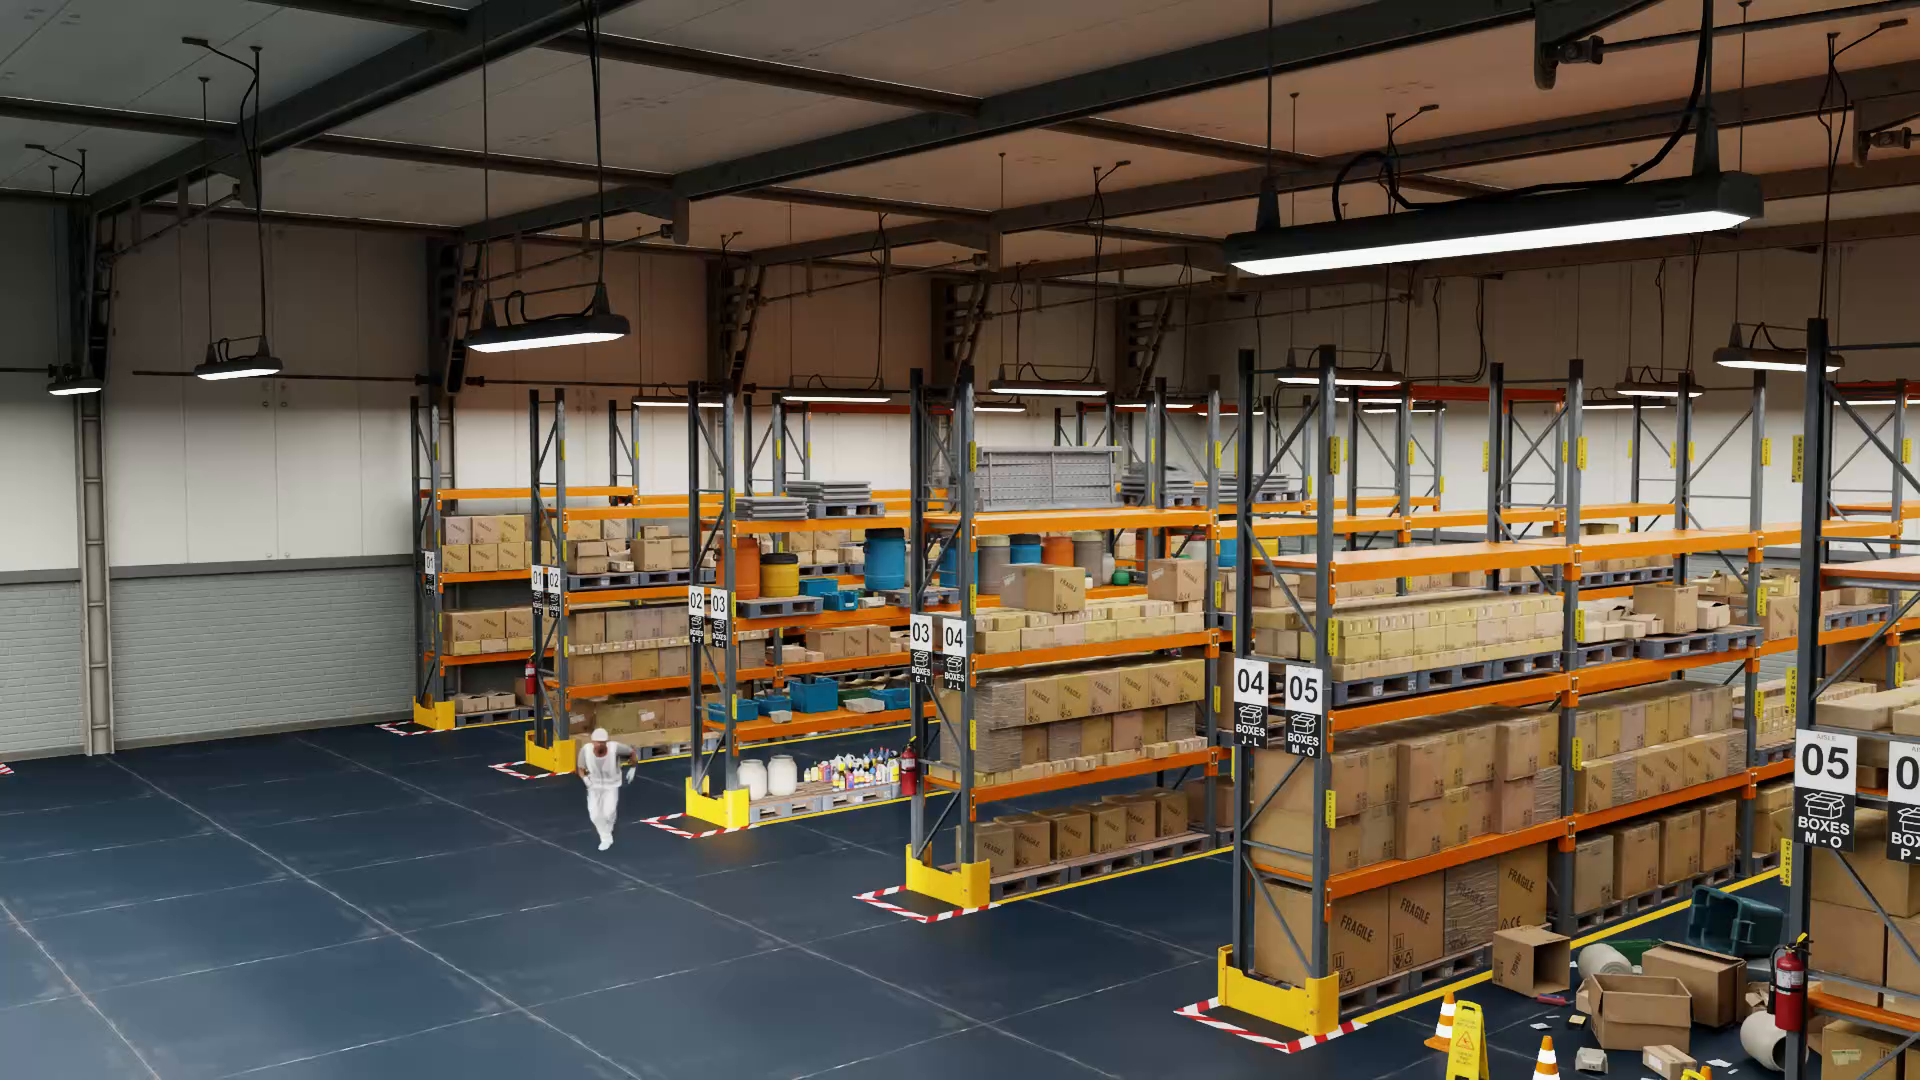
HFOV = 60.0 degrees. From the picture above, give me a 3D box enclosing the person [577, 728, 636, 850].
[{"bbox_3d":[-4.449,3.133,20.952,0.708,1.614,0.817,0,3,-3],"label":"person"}]
